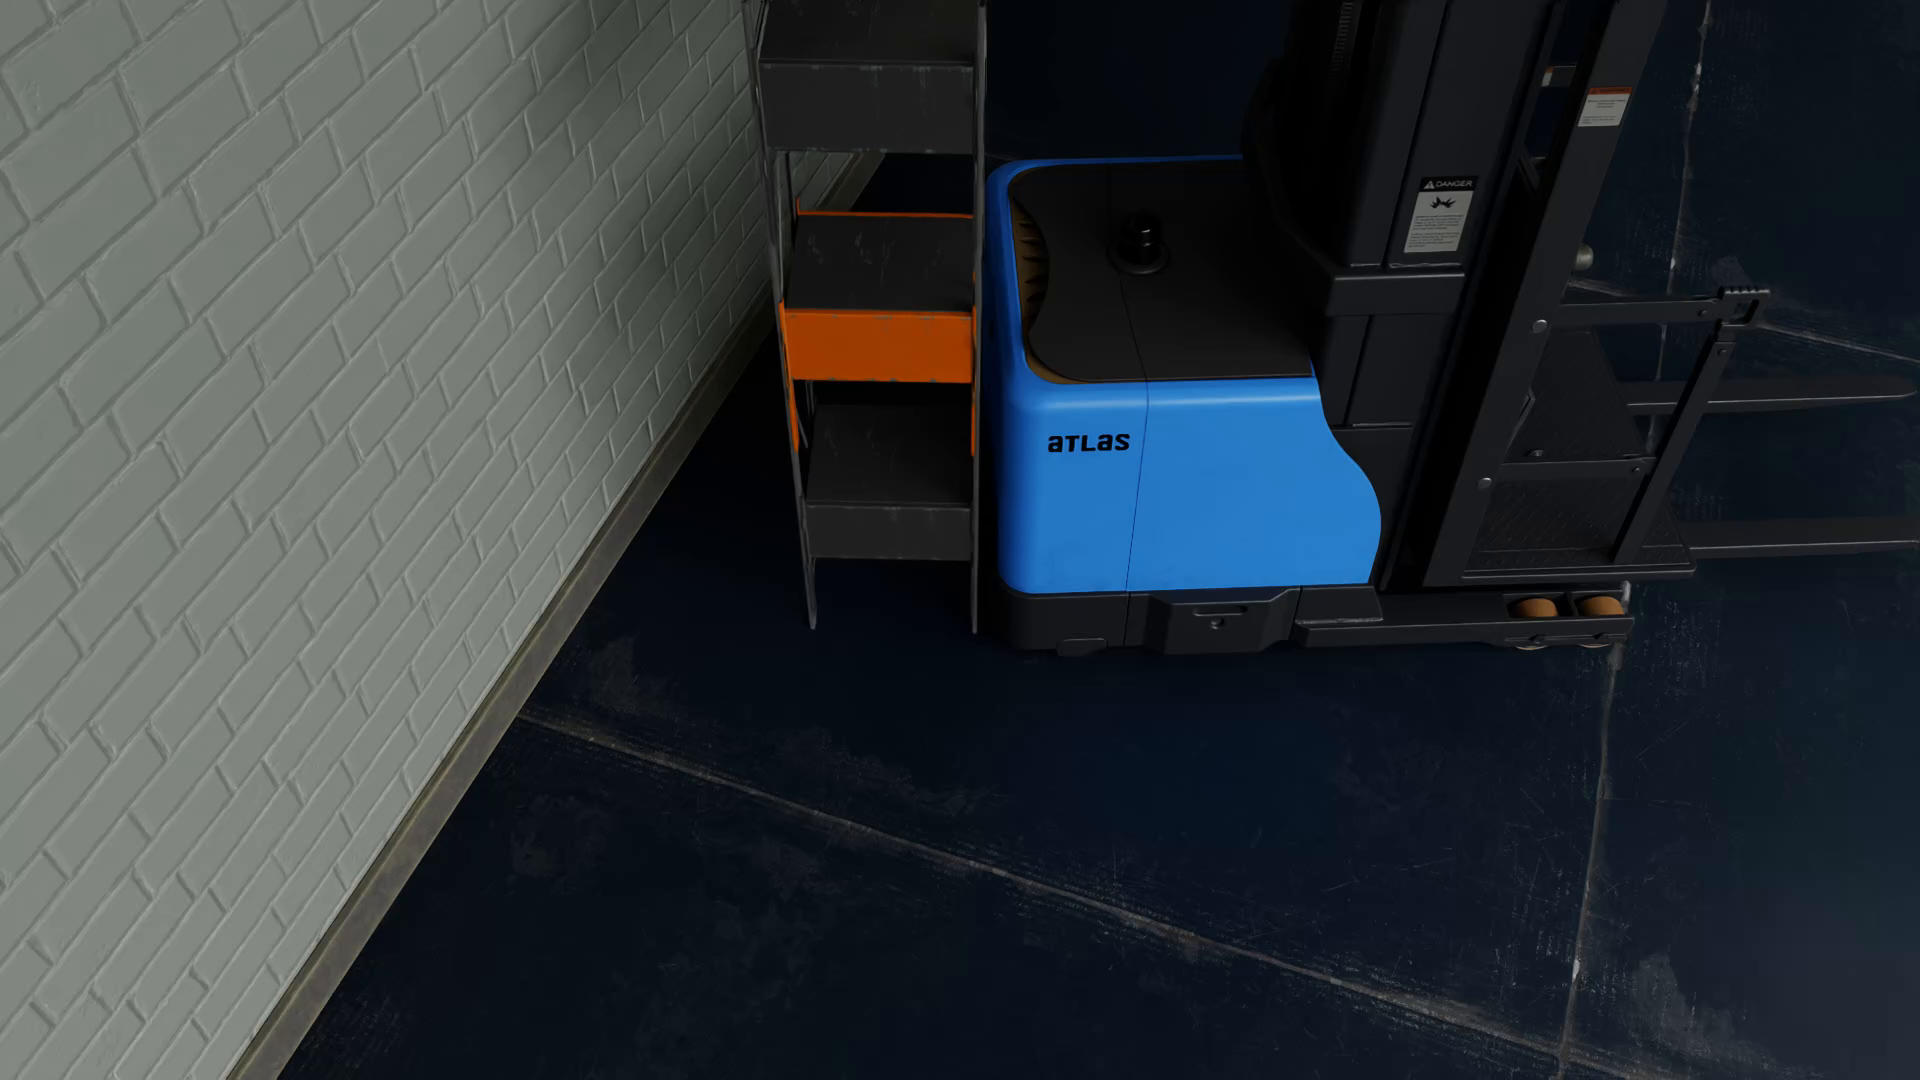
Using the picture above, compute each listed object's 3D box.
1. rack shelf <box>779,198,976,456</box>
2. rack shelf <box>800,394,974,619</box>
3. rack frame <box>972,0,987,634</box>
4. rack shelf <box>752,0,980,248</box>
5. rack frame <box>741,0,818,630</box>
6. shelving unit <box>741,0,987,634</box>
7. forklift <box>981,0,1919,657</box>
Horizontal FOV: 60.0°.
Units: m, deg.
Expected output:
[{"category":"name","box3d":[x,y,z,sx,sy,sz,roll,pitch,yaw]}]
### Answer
[{"category":"rack shelf","box3d":[-0.195,-0.554,4.358,0.480,0.518,0.431,1,49,1]},{"category":"rack shelf","box3d":[-0.195,-0.095,4.887,0.480,0.518,0.431,1,49,1]},{"category":"rack frame","box3d":[0.049,-0.557,4.343,0.015,2.100,0.400,1,49,1]},{"category":"rack shelf","box3d":[-0.195,-1.012,3.829,0.480,0.518,0.431,1,49,1]},{"category":"rack frame","box3d":[-0.439,-0.568,4.353,0.015,2.100,0.400,1,49,1]},{"category":"shelving unit","box3d":[-0.195,-0.563,4.348,0.503,2.100,0.431,1,49,1]},{"category":"forklift","box3d":[1.591,-1.034,4.206,3.031,2.935,1.130,-2,49,-2]}]
